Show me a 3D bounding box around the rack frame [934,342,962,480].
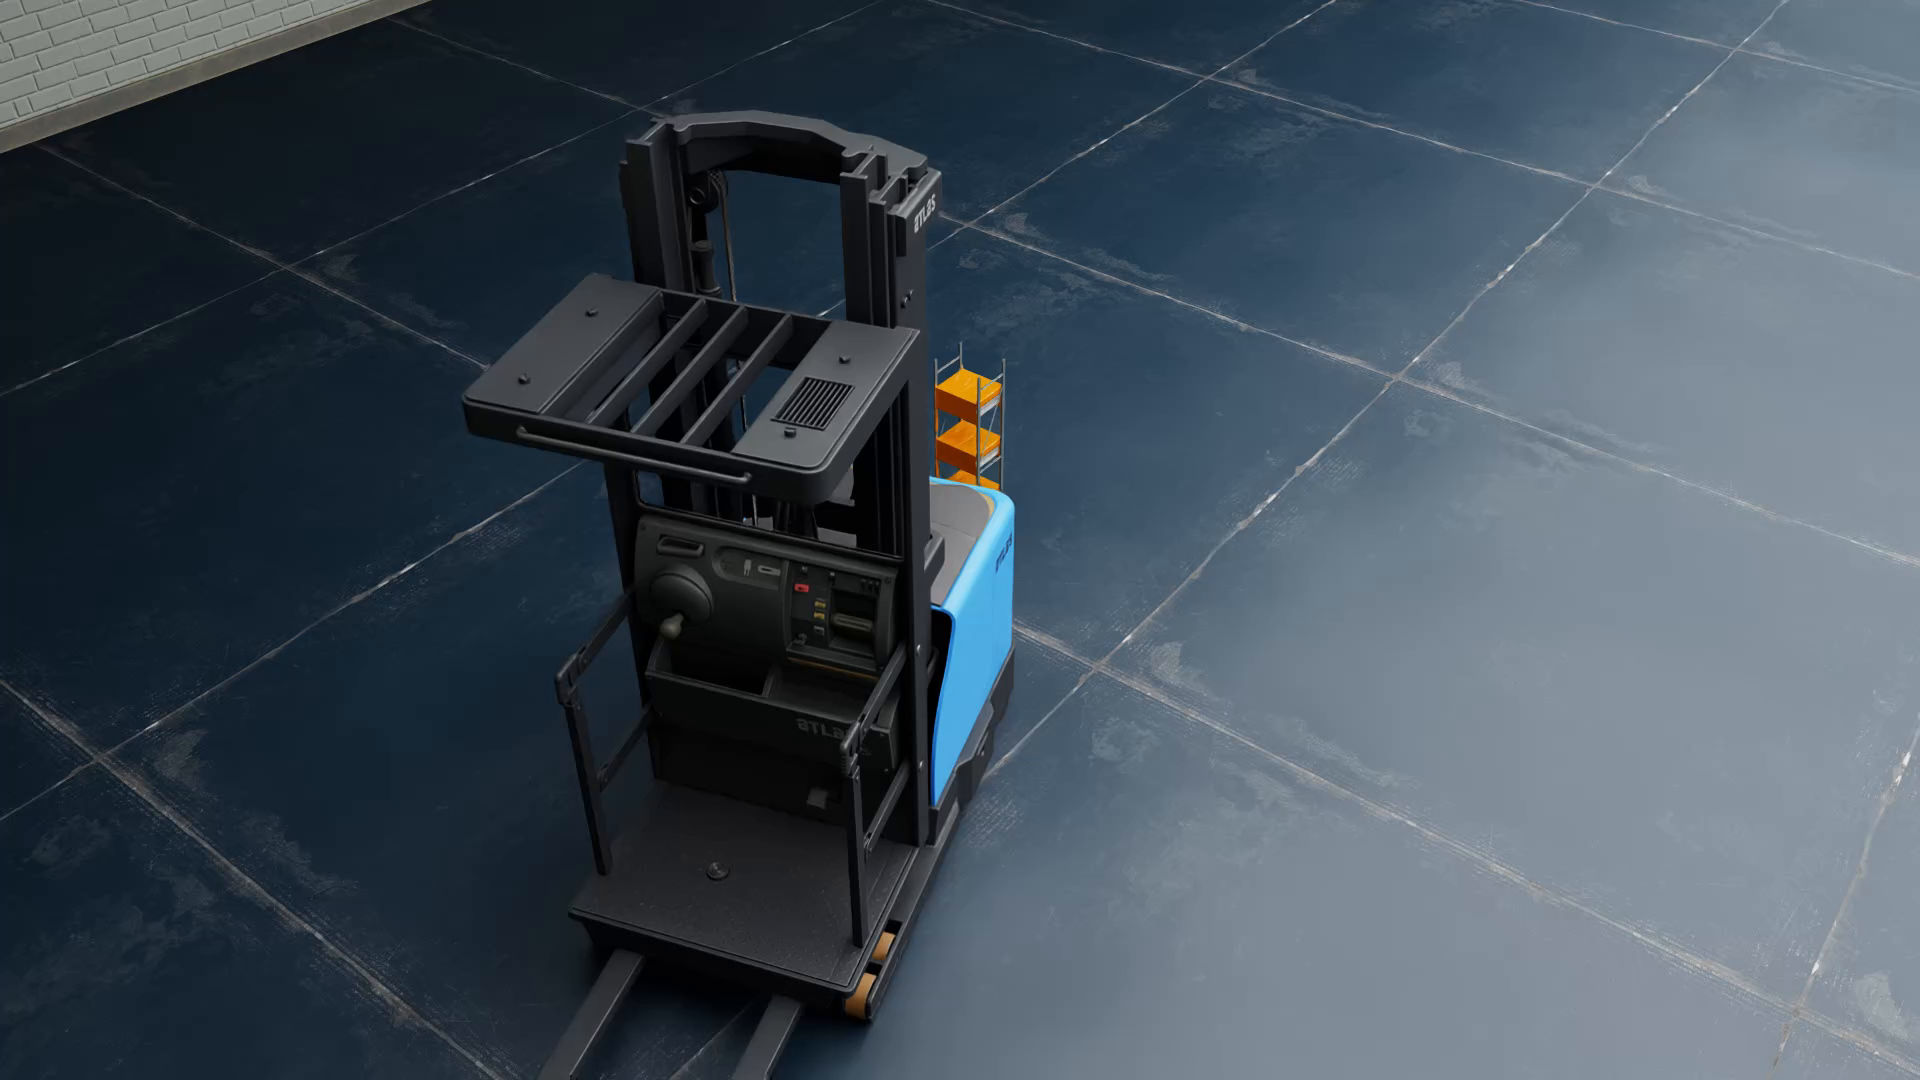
[{"bbox_3d":[-0.054,-0.439,7.820,0.008,1.050,0.200,25,45,29],"label":"rack frame"}]

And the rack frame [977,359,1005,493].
[{"bbox_3d":[0.139,-0.348,7.703,0.008,1.050,0.200,25,45,29],"label":"rack frame"}]

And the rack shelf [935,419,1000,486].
[{"bbox_3d":[0.042,-0.385,7.768,0.240,0.259,0.215,25,45,29],"label":"rack shelf"}]

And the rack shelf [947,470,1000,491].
[{"bbox_3d":[0.042,-0.166,7.939,0.240,0.259,0.215,25,45,29],"label":"rack shelf"}]

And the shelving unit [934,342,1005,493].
[{"bbox_3d":[0.042,-0.393,7.762,0.252,1.050,0.215,25,45,29],"label":"shelving unit"}]

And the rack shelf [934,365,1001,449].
[{"bbox_3d":[0.042,-0.608,7.593,0.240,0.259,0.215,25,45,29],"label":"rack shelf"}]

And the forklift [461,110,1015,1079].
[{"bbox_3d":[-0.726,0.265,5.394,1.130,2.935,3.031,12,40,15],"label":"forklift"}]
